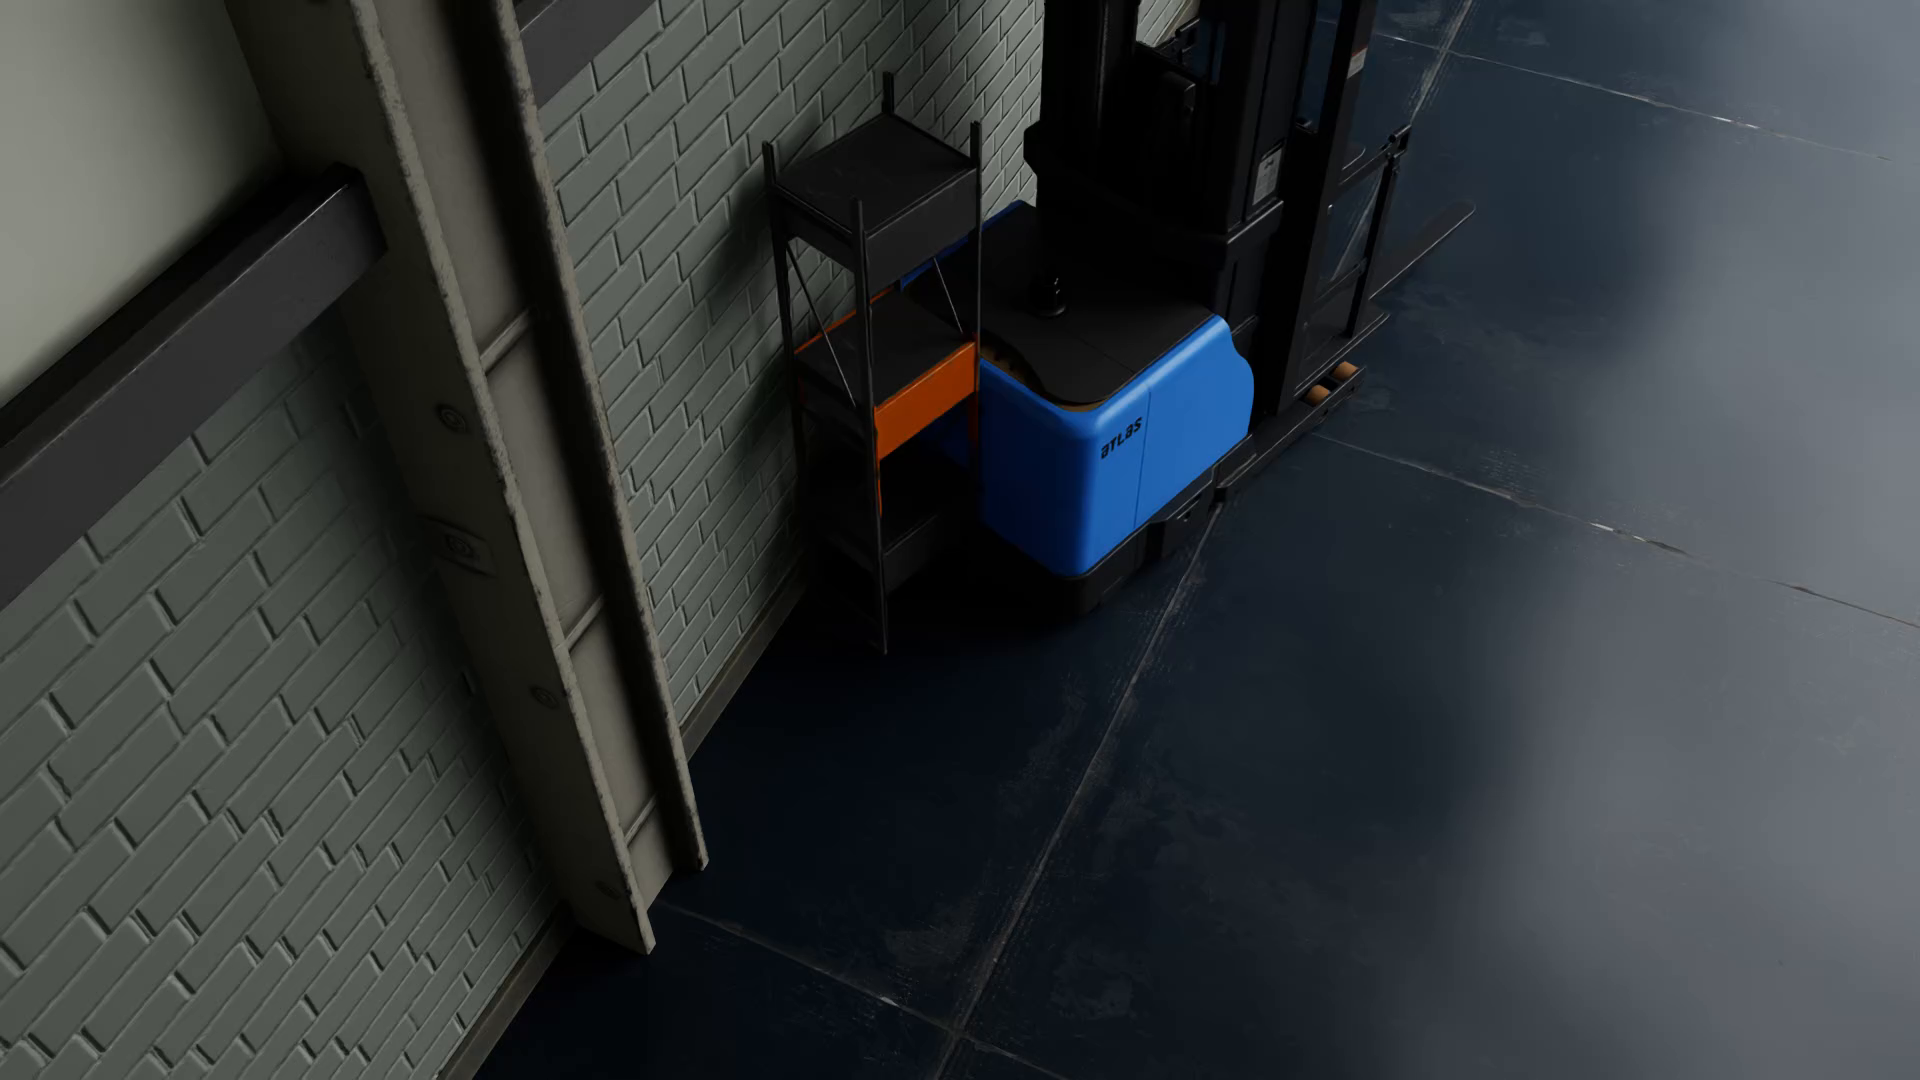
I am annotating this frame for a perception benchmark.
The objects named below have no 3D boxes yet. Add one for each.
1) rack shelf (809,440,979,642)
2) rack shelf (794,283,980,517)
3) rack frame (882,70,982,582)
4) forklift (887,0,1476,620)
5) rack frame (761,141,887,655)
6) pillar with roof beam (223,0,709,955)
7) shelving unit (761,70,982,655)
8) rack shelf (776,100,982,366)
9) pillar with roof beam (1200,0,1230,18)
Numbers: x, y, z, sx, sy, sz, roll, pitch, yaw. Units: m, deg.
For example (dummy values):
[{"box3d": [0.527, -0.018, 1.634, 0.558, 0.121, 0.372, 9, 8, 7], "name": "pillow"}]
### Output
[{"box3d": [-0.252, -0.031, 6.150, 0.431, 0.518, 0.480, 36, 58, 27], "name": "rack shelf"}, {"box3d": [-0.252, -0.485, 5.617, 0.431, 0.518, 0.480, 36, 58, 27], "name": "rack shelf"}, {"box3d": [-0.084, -0.628, 5.721, 0.400, 2.100, 0.015, 36, 58, 27], "name": "rack frame"}, {"box3d": [1.067, -1.678, 6.068, 1.130, 2.935, 3.031, 36, 58, 27], "name": "forklift"}, {"box3d": [-0.421, -0.360, 5.492, 0.400, 2.100, 0.015, 36, 58, 27], "name": "rack frame"}, {"box3d": [2.821, -0.347, 0.952, 9.100, 9.000, 0.400, 20, 52, 16], "name": "pillar with roof beam"}, {"box3d": [-0.252, -0.494, 5.607, 0.431, 2.100, 0.503, 36, 58, 27], "name": "shelving unit"}, {"box3d": [-0.253, -0.939, 5.084, 0.431, 0.518, 0.480, 36, 58, 27], "name": "rack shelf"}, {"box3d": [5.384, -4.479, 4.468, 9.100, 9.000, 0.400, 20, 52, 16], "name": "pillar with roof beam"}]
